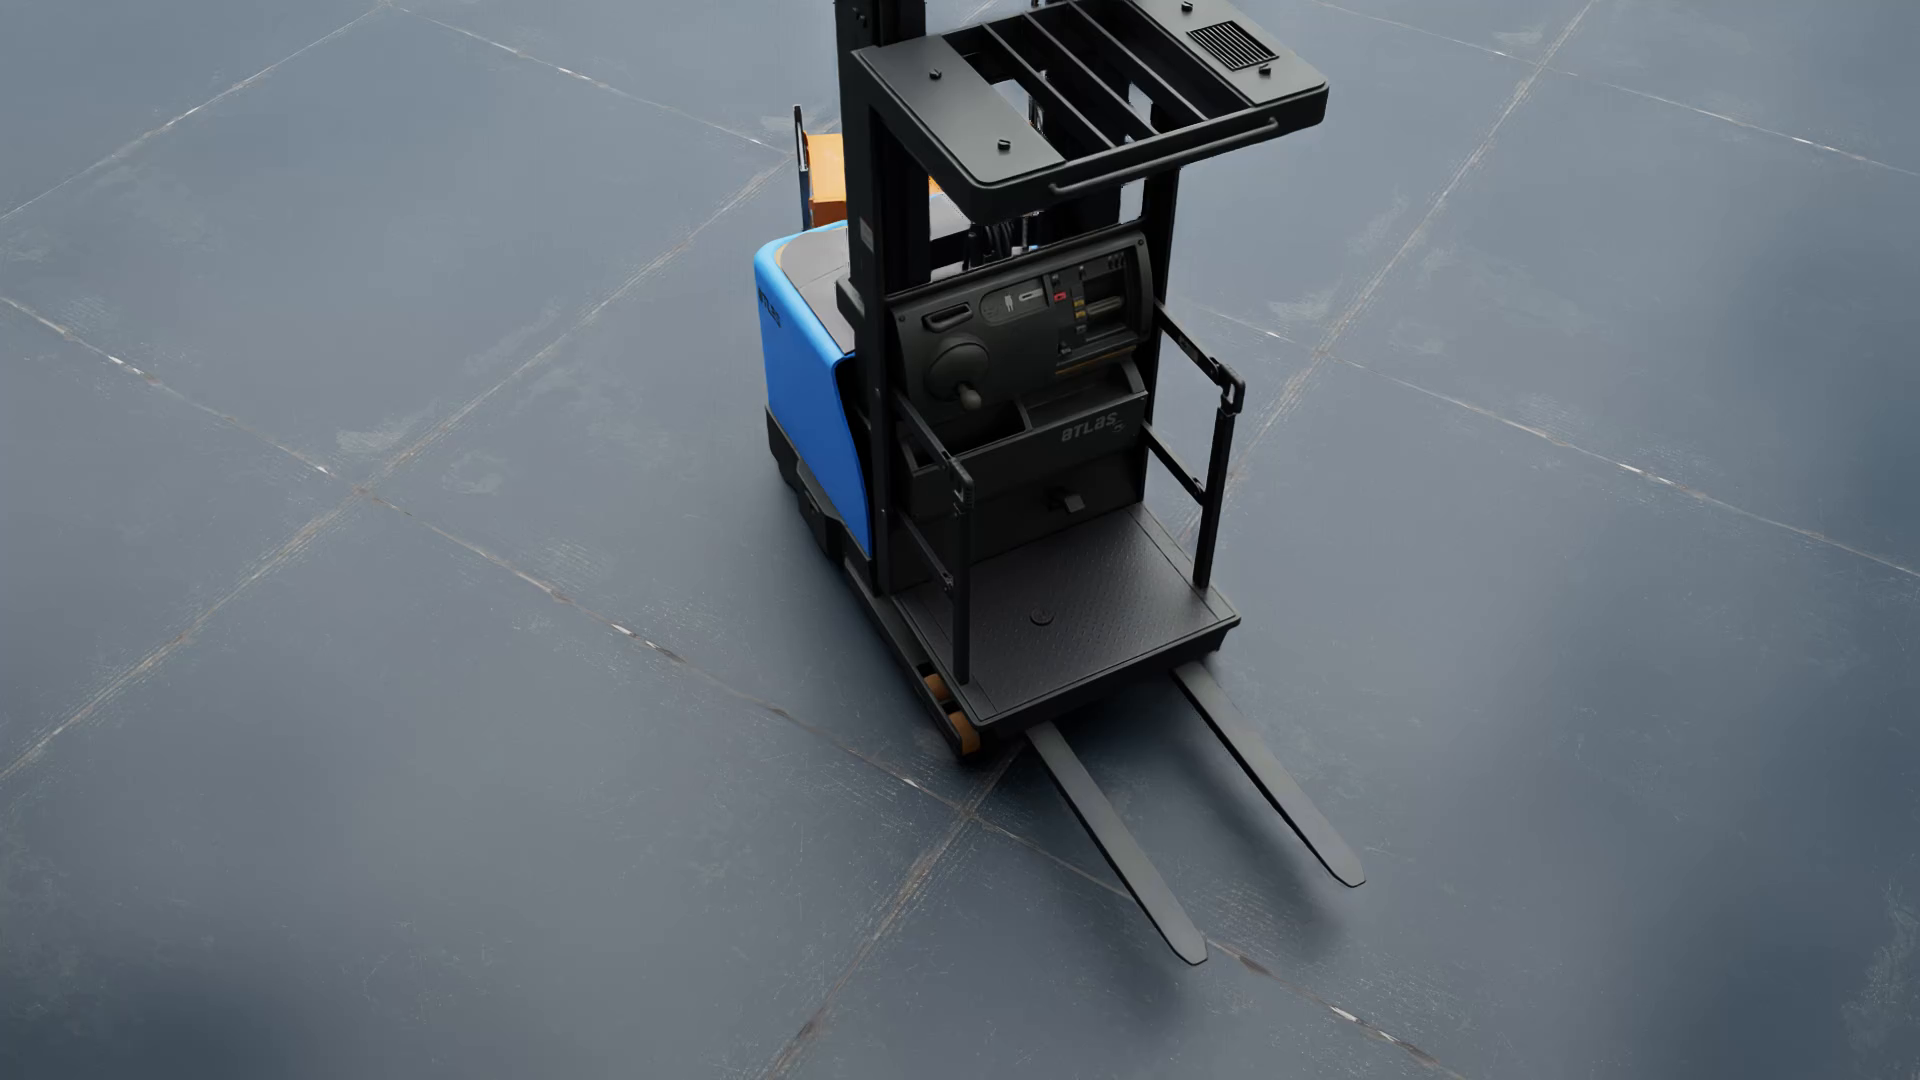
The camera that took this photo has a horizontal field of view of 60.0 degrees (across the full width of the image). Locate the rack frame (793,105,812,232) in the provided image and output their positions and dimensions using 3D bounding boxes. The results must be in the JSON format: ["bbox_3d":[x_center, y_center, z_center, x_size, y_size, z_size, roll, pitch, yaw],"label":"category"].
[{"bbox_3d":[-0.650,-1.248,7.176,0.032,1.125,0.500,-5,46,-5],"label":"rack frame"}]

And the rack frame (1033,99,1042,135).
[{"bbox_3d":[0.359,-1.338,7.264,0.032,1.125,0.500,-5,46,-5],"label":"rack frame"}]

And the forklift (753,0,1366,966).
[{"bbox_3d":[0.320,-0.618,5.307,1.130,2.935,3.031,-20,49,-19],"label":"forklift"}]

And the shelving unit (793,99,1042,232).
[{"bbox_3d":[-0.146,-1.293,7.220,1.048,1.125,0.538,-5,46,-5],"label":"shelving unit"}]

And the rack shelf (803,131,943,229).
[{"bbox_3d":[-0.146,-1.498,7.011,1.000,0.278,0.538,-5,46,-5],"label":"rack shelf"}]
